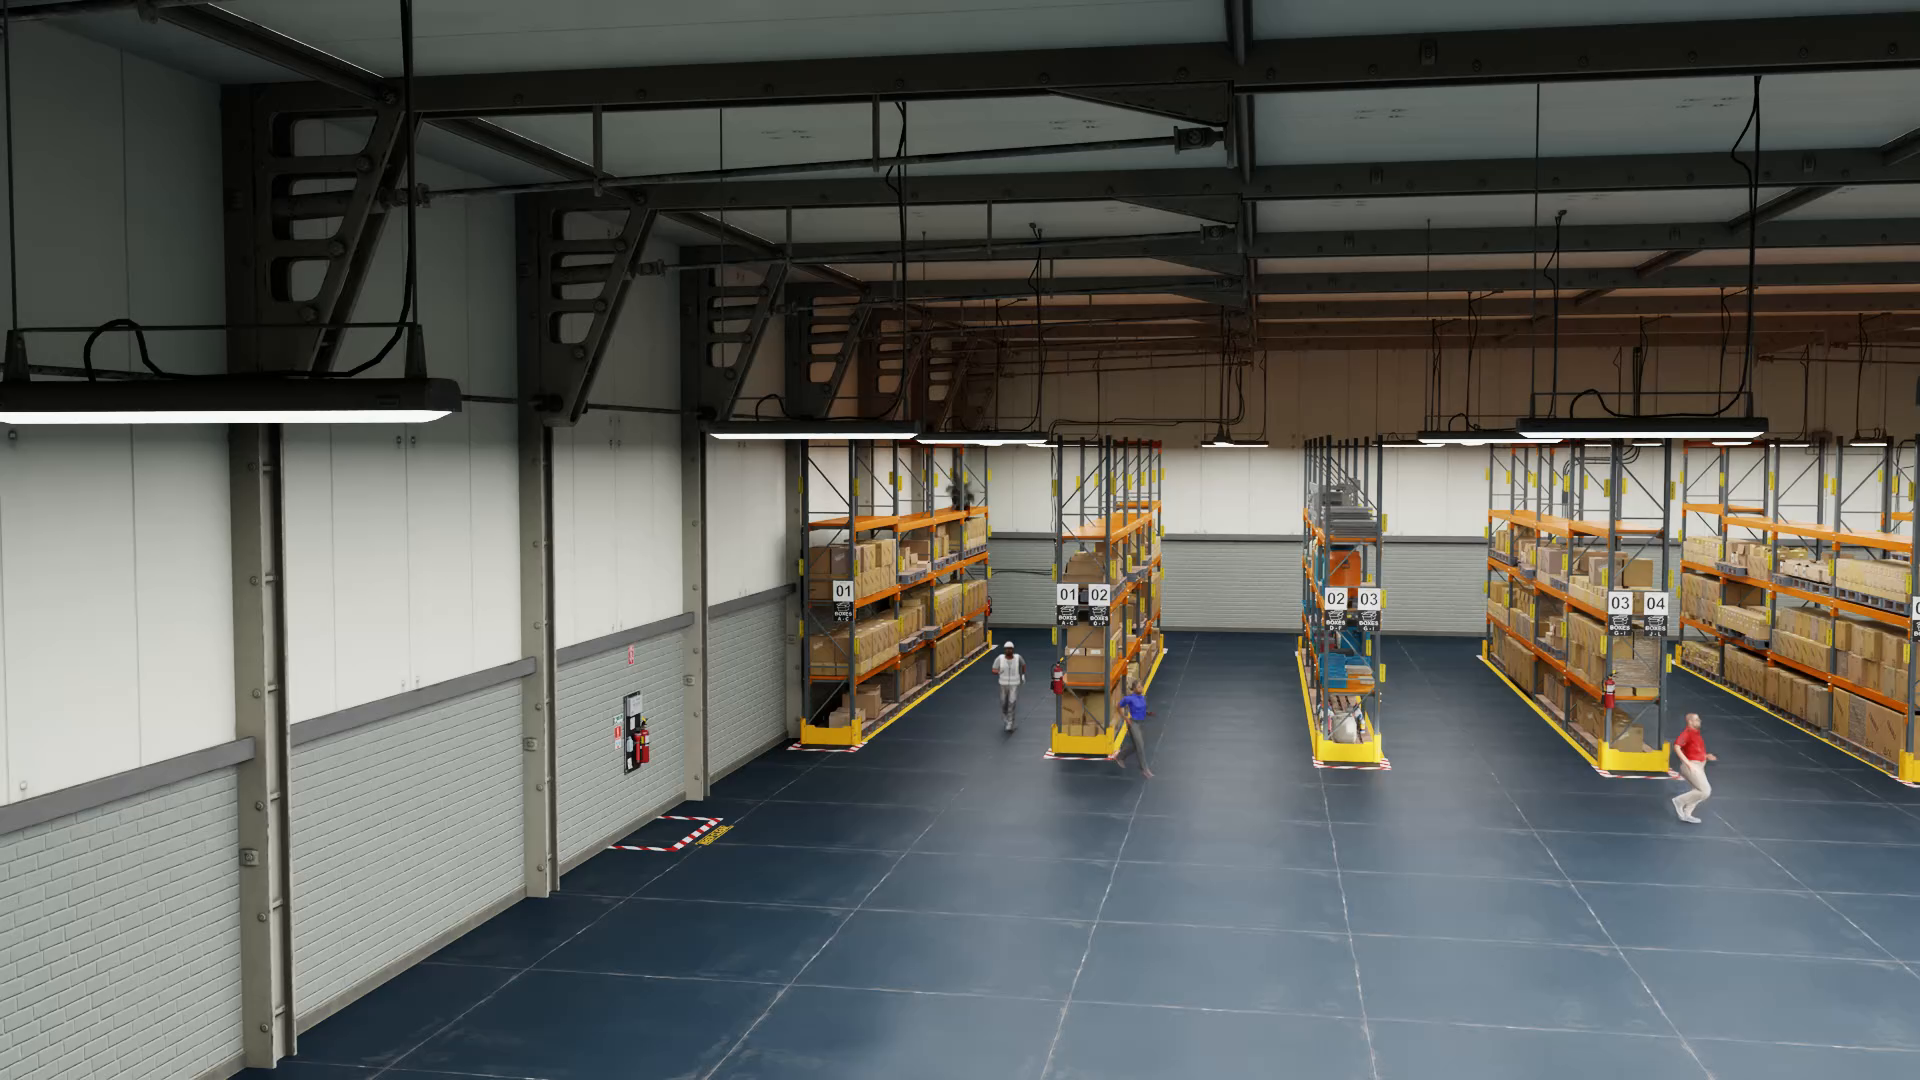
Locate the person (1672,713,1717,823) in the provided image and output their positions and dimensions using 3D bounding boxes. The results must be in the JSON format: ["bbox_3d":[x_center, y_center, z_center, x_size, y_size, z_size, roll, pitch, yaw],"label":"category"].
[{"bbox_3d":[11.279,3.500,25.511,0.591,1.682,0.658,2,4,33],"label":"person"}]

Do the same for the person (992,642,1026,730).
[{"bbox_3d":[0.998,2.958,34.084,0.685,1.765,0.984,0,3,4],"label":"person"}]

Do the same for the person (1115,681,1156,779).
[{"bbox_3d":[3.085,3.348,29.240,0.905,1.594,0.559,3,4,41],"label":"person"}]
